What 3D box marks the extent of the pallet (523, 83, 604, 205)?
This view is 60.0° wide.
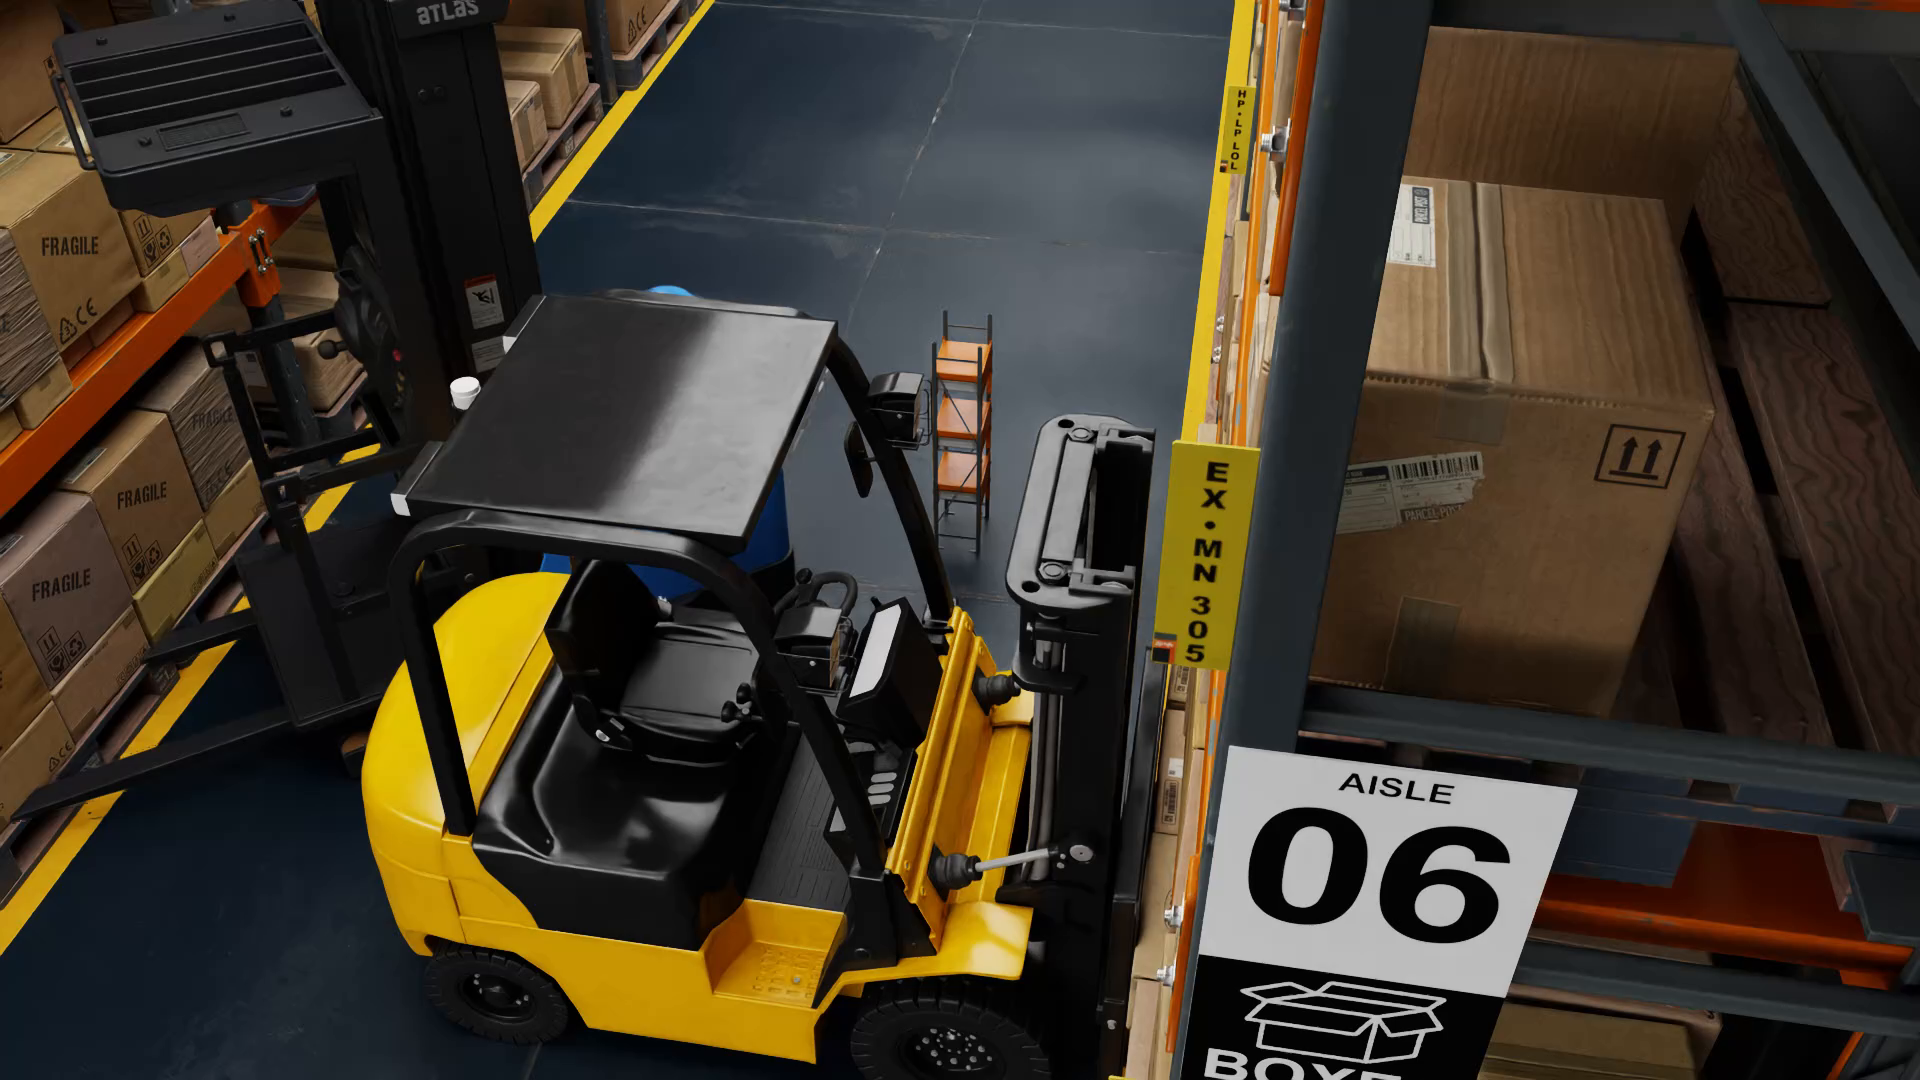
[{"bbox_3d":[-2.832,-2.441,10.037,1.003,0.211,1.213,6,40,8],"label":"pallet"}]

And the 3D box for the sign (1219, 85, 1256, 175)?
[{"bbox_3d":[0.966,-1.420,5.767,0.100,0.325,0.005,6,40,8],"label":"sign"}]

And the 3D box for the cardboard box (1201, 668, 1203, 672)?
[{"bbox_3d":[0.792,0.215,4.048,0.380,0.149,0.250,7,40,8],"label":"cardboard box"}]

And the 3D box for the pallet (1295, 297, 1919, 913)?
[{"bbox_3d":[0.957,-0.003,2.615,1.003,0.211,1.213,6,40,8],"label":"pallet"}]

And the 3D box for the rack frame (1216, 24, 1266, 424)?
[{"bbox_3d":[1.502,-0.950,6.045,1.000,3.000,0.127,6,40,8],"label":"rack frame"}]

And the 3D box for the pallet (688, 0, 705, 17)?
[{"bbox_3d":[-2.271,-4.181,12.141,1.003,0.211,1.213,6,40,8],"label":"pallet"}]

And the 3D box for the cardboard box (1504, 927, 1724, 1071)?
[{"bbox_3d":[1.186,0.810,3.096,0.380,0.149,0.250,8,40,9],"label":"cardboard box"}]

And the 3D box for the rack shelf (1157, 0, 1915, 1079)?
[{"bbox_3d":[1.156,-0.574,3.801,1.077,0.370,4.000,6,40,8],"label":"rack shelf"}]

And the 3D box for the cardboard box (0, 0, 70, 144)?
[{"bbox_3d":[-3.677,-1.782,5.954,0.700,0.500,0.500,6,40,7],"label":"cardboard box"}]

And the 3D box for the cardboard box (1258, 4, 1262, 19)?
[{"bbox_3d":[1.511,-2.065,7.120,0.500,0.250,0.500,7,40,9],"label":"cardboard box"}]

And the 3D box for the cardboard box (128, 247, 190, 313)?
[{"bbox_3d":[-3.179,-1.006,6.310,0.380,0.149,0.250,7,40,9],"label":"cardboard box"}]

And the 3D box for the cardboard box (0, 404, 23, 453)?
[{"bbox_3d":[-3.389,-0.368,5.538,0.380,0.149,0.250,6,40,7],"label":"cardboard box"}]

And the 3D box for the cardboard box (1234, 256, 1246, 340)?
[{"bbox_3d":[1.017,-0.701,4.923,0.380,0.149,0.250,7,40,9],"label":"cardboard box"}]

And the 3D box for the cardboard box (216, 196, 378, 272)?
[{"bbox_3d":[-3.178,-1.426,8.353,0.950,0.372,0.625,9,40,10],"label":"cardboard box"}]

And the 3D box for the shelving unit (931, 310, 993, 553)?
[{"bbox_3d":[0.009,-0.438,6.956,0.215,1.050,0.252,6,40,8],"label":"shelving unit"}]

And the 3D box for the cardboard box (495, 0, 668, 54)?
[{"bbox_3d":[-2.494,-3.773,10.797,0.875,0.875,0.875,6,40,7],"label":"cardboard box"}]

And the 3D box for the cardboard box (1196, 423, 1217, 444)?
[{"bbox_3d":[1.109,-0.169,6.144,0.500,0.250,0.500,6,40,7],"label":"cardboard box"}]

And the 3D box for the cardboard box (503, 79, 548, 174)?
[{"bbox_3d":[-2.923,-2.337,9.456,0.950,0.372,0.625,6,40,7],"label":"cardboard box"}]

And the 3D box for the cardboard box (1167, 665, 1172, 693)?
[{"bbox_3d":[0.930,0.655,5.540,0.500,0.250,0.500,6,40,7],"label":"cardboard box"}]

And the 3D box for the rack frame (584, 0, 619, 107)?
[{"bbox_3d":[-2.695,-4.006,9.741,1.000,3.000,0.127,6,40,8],"label":"rack frame"}]

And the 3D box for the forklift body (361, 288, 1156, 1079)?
[{"bbox_3d":[-0.659,0.496,4.962,2.313,2.155,1.214,6,40,8],"label":"forklift body"}]

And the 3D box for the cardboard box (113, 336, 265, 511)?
[{"bbox_3d":[-3.226,-0.486,6.723,0.500,0.500,0.500,6,40,7],"label":"cardboard box"}]

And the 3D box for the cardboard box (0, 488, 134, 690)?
[{"bbox_3d":[-3.399,0.154,5.949,0.500,0.500,0.500,8,40,10],"label":"cardboard box"}]

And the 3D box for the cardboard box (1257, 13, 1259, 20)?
[{"bbox_3d":[1.702,-2.512,8.052,0.500,0.250,0.500,5,40,6],"label":"cardboard box"}]

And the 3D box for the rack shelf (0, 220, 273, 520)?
[{"bbox_3d":[-3.734,0.037,5.416,1.077,0.370,4.000,6,40,8],"label":"rack shelf"}]

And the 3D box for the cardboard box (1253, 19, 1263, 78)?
[{"bbox_3d":[1.378,-1.969,6.690,0.380,0.149,0.250,5,40,6],"label":"cardboard box"}]

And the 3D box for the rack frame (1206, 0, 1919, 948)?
[{"bbox_3d":[0.810,-0.752,1.098,1.000,3.000,0.127,6,40,8],"label":"rack frame"}]

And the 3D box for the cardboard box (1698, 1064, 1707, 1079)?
[{"bbox_3d":[1.169,1.241,3.316,0.500,0.500,0.500,8,40,9],"label":"cardboard box"}]

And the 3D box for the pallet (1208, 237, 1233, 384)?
[{"bbox_3d":[1.800,-1.110,8.427,1.003,0.211,1.213,6,40,8],"label":"pallet"}]

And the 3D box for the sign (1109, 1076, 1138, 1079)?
[{"bbox_3d":[0.278,0.954,2.648,0.100,0.325,0.005,6,40,8],"label":"sign"}]

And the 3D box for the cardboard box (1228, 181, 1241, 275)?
[{"bbox_3d":[1.331,-1.238,6.511,0.500,0.250,0.500,7,40,9],"label":"cardboard box"}]

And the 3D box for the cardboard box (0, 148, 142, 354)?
[{"bbox_3d":[-3.302,-1.018,5.816,0.500,0.500,0.500,8,40,9],"label":"cardboard box"}]

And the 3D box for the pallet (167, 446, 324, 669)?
[{"bbox_3d":[-3.469,0.005,7.079,1.003,0.211,1.213,6,40,8],"label":"pallet"}]

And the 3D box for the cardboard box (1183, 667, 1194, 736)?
[{"bbox_3d":[0.900,0.221,4.551,0.500,0.500,0.500,7,40,8],"label":"cardboard box"}]

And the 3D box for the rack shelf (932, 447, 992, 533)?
[{"bbox_3d":[0.009,-0.216,7.140,0.215,0.259,0.240,6,40,8],"label":"rack shelf"}]

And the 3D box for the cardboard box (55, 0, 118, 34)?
[{"bbox_3d":[-3.534,-2.126,6.825,0.500,0.500,0.500,6,40,7],"label":"cardboard box"}]

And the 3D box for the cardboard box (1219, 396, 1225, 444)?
[{"bbox_3d":[1.094,-0.411,5.314,0.500,0.500,0.500,7,40,8],"label":"cardboard box"}]

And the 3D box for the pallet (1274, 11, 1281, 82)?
[{"bbox_3d":[1.380,-1.534,4.467,1.003,0.211,1.213,6,40,8],"label":"pallet"}]

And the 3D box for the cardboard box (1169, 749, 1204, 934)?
[{"bbox_3d":[0.735,0.859,3.779,0.500,0.500,0.500,8,40,9],"label":"cardboard box"}]

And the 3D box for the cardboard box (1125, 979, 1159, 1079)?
[{"bbox_3d":[0.665,1.428,4.212,0.500,0.250,0.500,7,40,8],"label":"cardboard box"}]

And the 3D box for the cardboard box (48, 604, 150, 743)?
[{"bbox_3d":[-3.400,0.457,6.171,0.500,0.250,0.500,7,40,8],"label":"cardboard box"}]

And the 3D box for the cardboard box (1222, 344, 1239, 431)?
[{"bbox_3d":[0.964,-0.428,4.825,0.380,0.149,0.250,6,40,7],"label":"cardboard box"}]

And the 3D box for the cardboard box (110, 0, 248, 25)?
[{"bbox_3d":[-3.024,-2.073,6.762,0.500,0.500,0.500,7,40,9],"label":"cardboard box"}]

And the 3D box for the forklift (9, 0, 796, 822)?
[{"bbox_3d":[-2.211,-0.640,5.724,3.031,2.935,1.130,-20,44,-23],"label":"forklift"}]

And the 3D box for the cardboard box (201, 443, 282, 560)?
[{"bbox_3d":[-3.225,-0.197,6.962,0.500,0.250,0.500,8,40,10],"label":"cardboard box"}]

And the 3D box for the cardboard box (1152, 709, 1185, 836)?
[{"bbox_3d":[0.837,0.793,4.980,0.500,0.250,0.500,6,40,7],"label":"cardboard box"}]

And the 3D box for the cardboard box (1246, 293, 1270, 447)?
[{"bbox_3d":[0.654,-0.253,2.637,0.380,0.149,0.250,5,40,6],"label":"cardboard box"}]

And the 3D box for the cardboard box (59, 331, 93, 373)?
[{"bbox_3d":[-3.358,-0.696,5.935,0.380,0.149,0.250,6,40,7],"label":"cardboard box"}]

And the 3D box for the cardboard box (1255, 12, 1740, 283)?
[{"bbox_3d":[0.922,-0.771,2.988,0.700,0.500,0.500,7,40,8],"label":"cardboard box"}]

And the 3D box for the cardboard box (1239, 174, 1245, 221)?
[{"bbox_3d":[1.335,-1.422,6.341,0.500,0.250,0.500,6,40,7],"label":"cardboard box"}]

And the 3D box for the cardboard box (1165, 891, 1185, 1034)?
[{"bbox_3d":[0.609,0.859,3.269,0.380,0.149,0.250,7,40,8],"label":"cardboard box"}]

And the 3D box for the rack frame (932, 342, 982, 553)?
[{"bbox_3d":[-0.012,-0.362,6.863,0.200,1.050,0.008,6,40,8],"label":"rack frame"}]

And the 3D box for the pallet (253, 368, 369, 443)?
[{"bbox_3d":[-3.254,-0.909,8.184,1.003,0.211,1.213,6,40,8],"label":"pallet"}]
